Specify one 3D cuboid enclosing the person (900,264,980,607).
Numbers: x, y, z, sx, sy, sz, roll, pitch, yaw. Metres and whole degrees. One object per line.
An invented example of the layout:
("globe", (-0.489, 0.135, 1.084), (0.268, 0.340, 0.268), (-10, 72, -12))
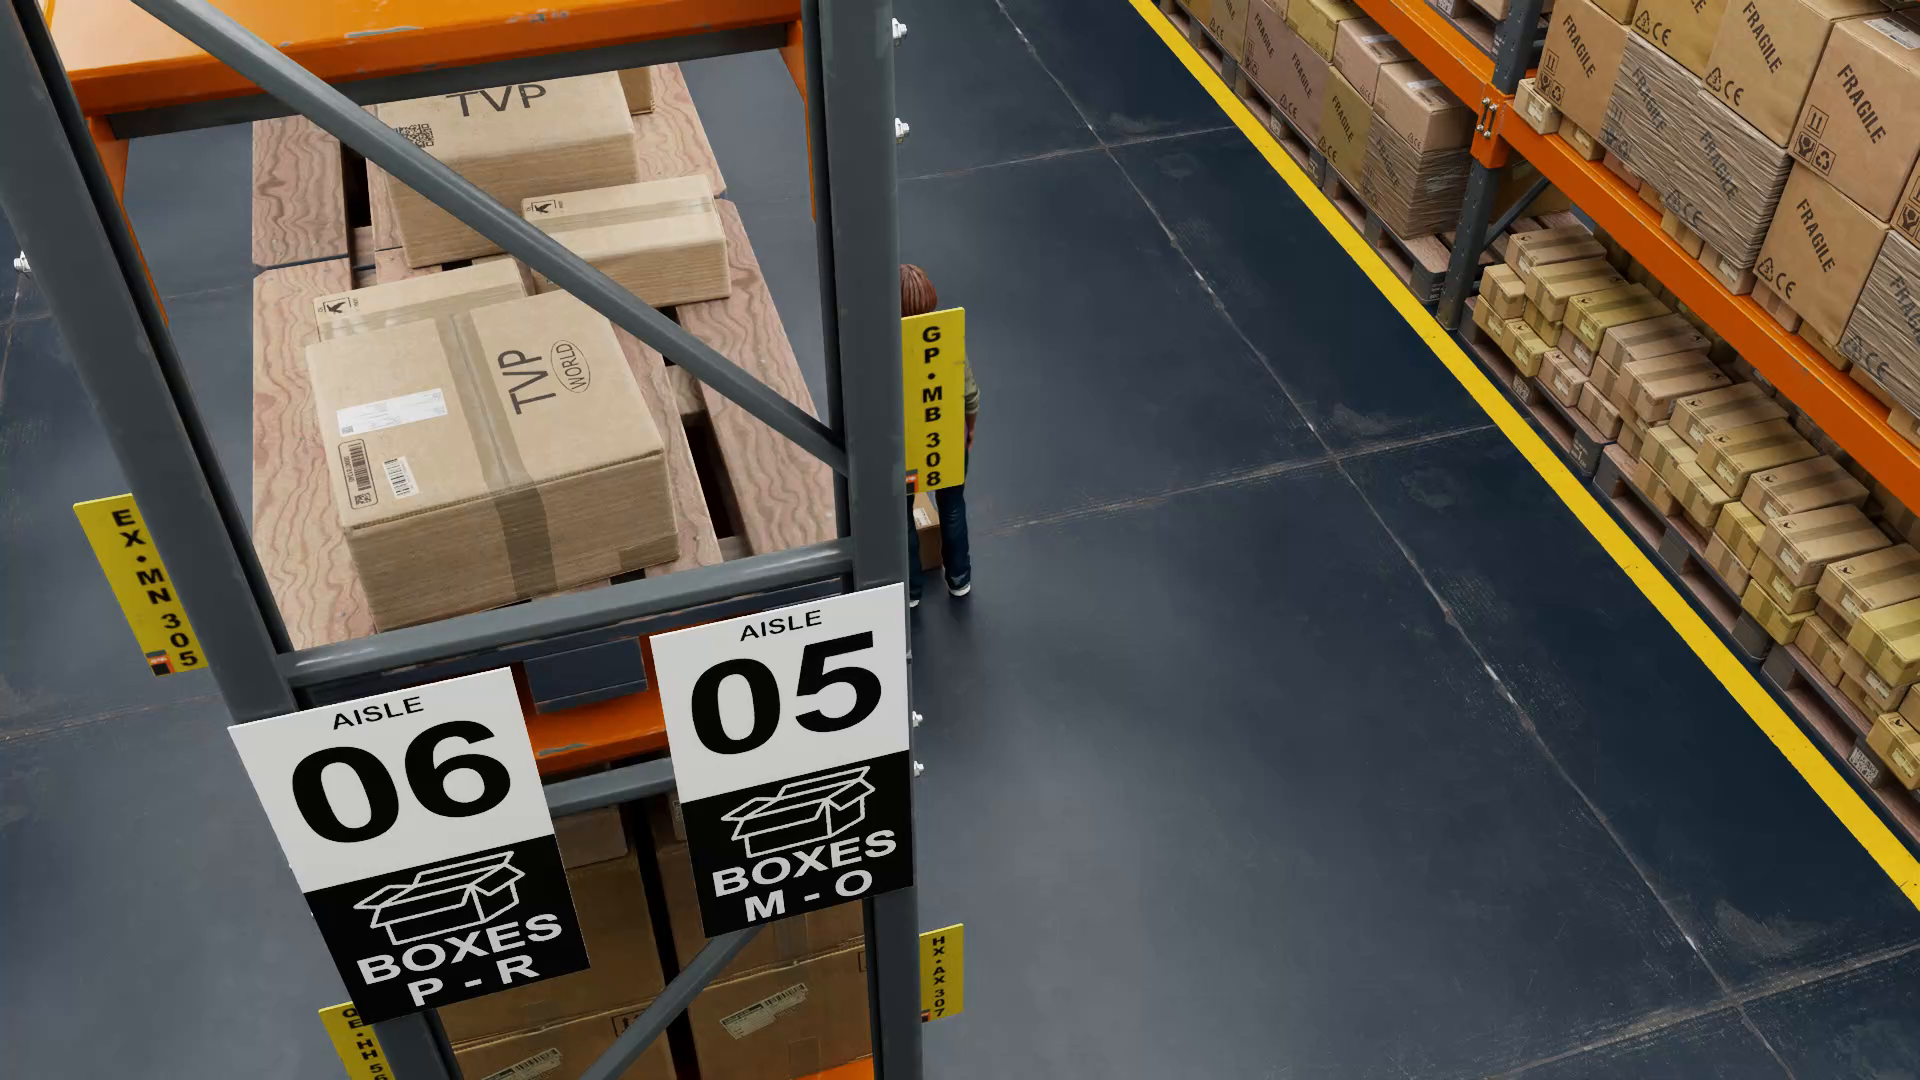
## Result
("person", (-0.149, -0.367, 6.567), (0.460, 1.591, 0.345), (-13, 44, -14))
